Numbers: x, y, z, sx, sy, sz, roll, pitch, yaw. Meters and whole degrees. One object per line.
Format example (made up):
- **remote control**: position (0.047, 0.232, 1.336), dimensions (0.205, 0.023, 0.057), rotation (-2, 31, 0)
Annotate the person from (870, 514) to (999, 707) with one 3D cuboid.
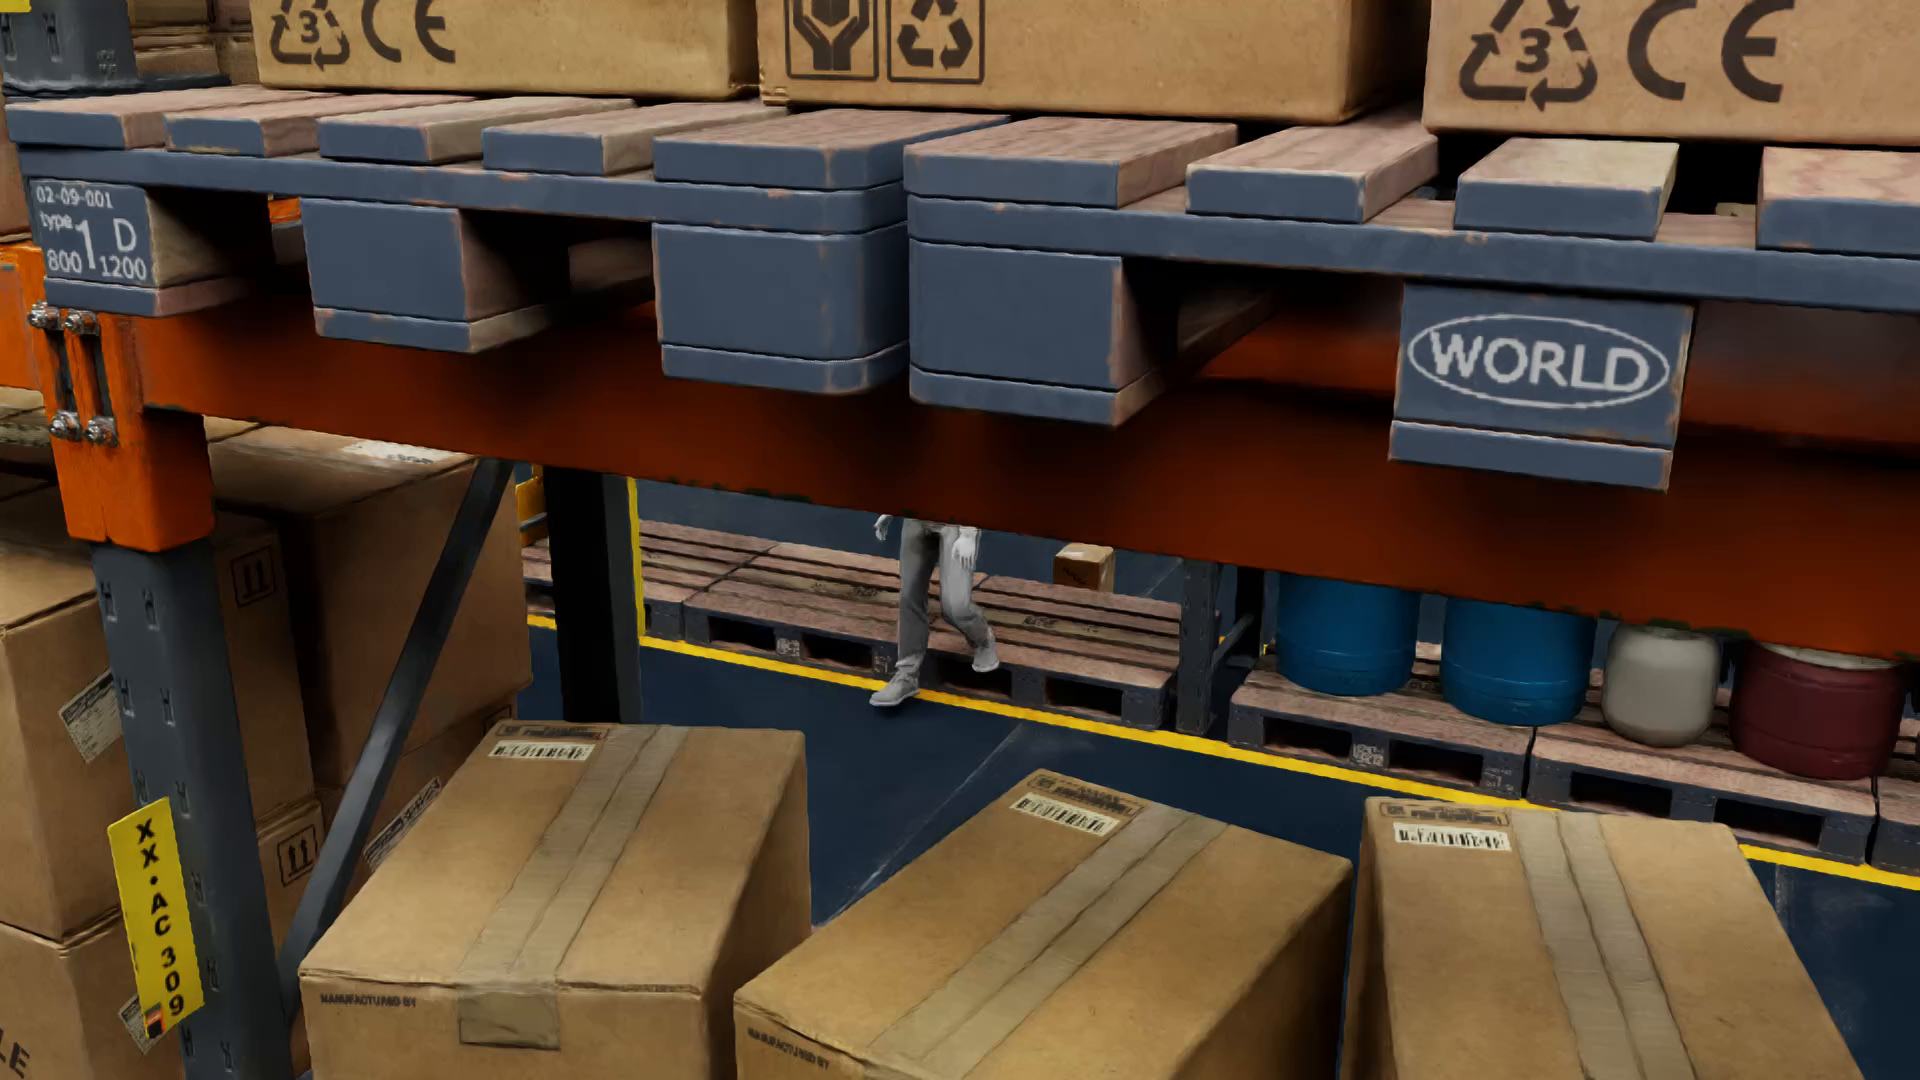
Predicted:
- **person**: position (-0.125, -0.083, 7.195), dimensions (0.588, 1.663, 0.559), rotation (16, 25, 38)
